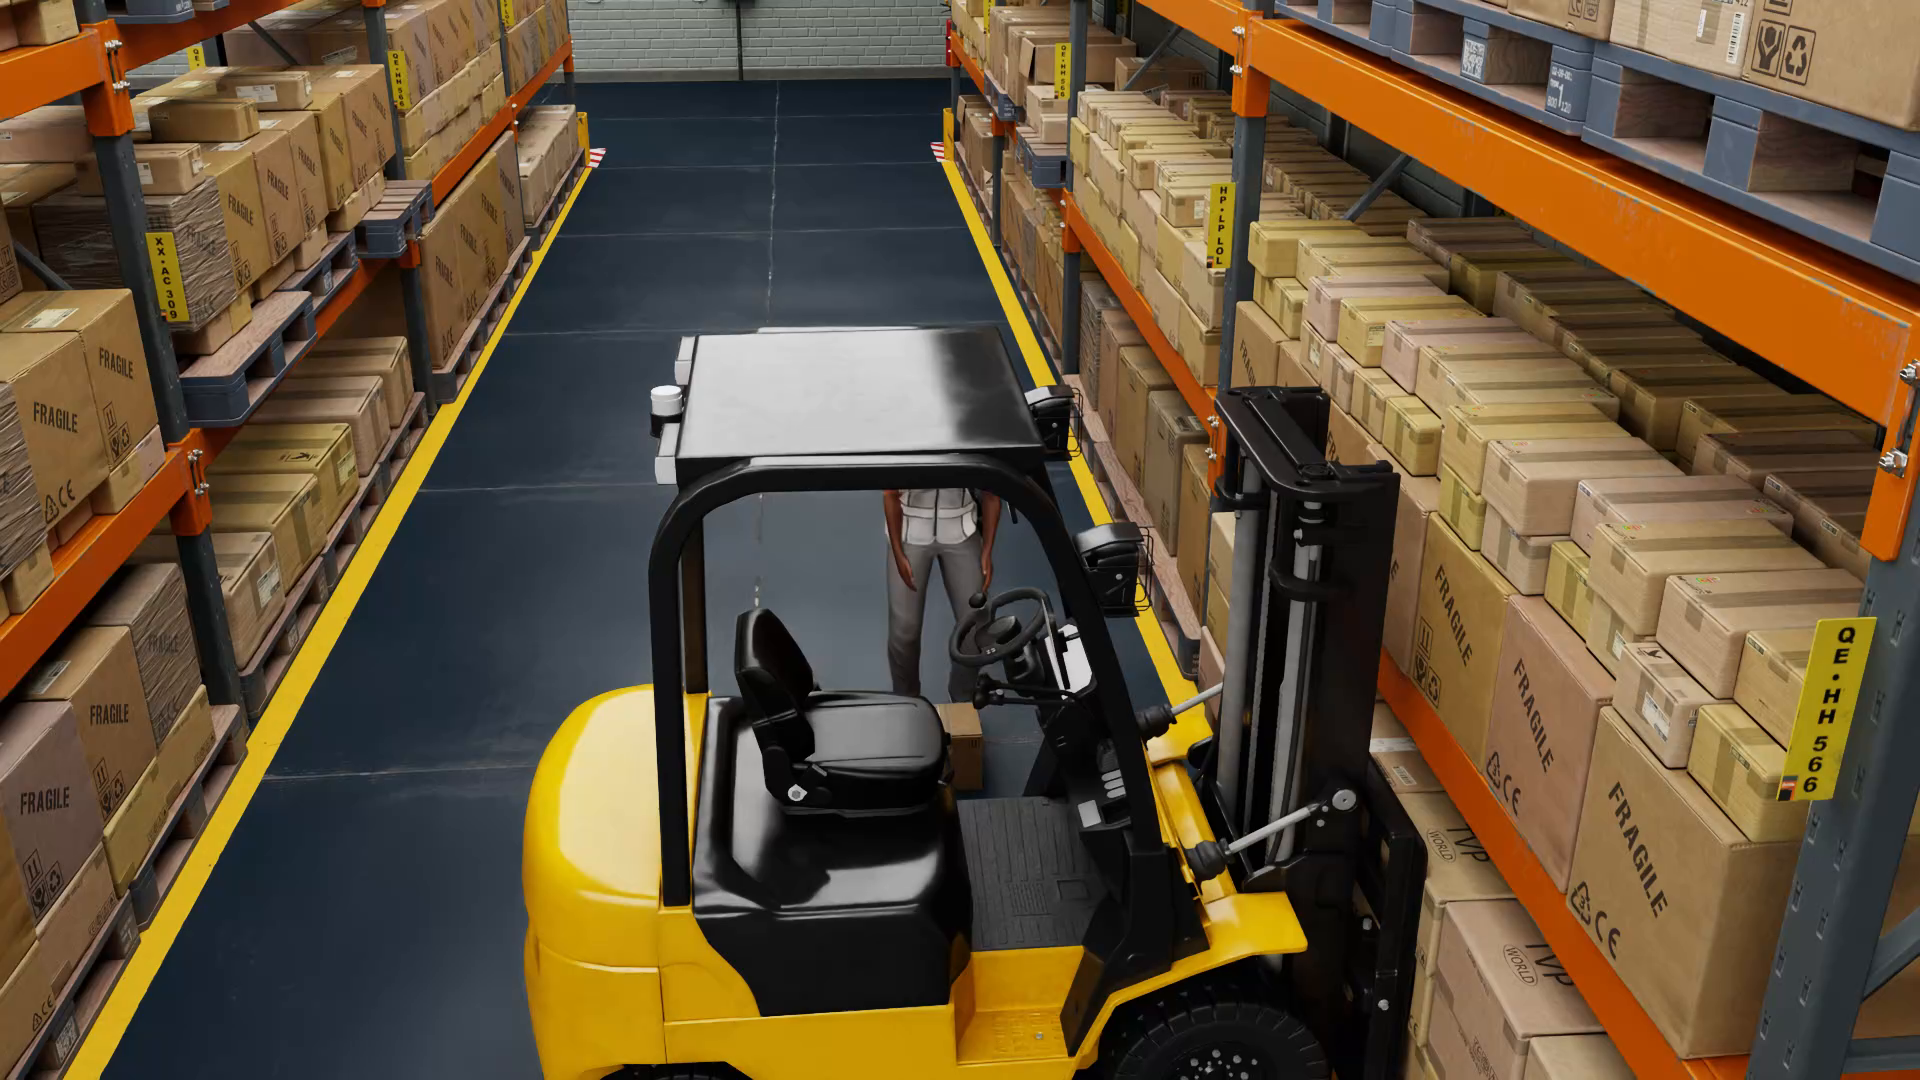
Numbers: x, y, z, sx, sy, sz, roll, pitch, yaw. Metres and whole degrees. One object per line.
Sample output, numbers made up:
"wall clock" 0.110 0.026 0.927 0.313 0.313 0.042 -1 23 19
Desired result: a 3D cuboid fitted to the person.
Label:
"person" -0.068 0.032 6.634 0.469 1.591 0.500 -2 24 -4
